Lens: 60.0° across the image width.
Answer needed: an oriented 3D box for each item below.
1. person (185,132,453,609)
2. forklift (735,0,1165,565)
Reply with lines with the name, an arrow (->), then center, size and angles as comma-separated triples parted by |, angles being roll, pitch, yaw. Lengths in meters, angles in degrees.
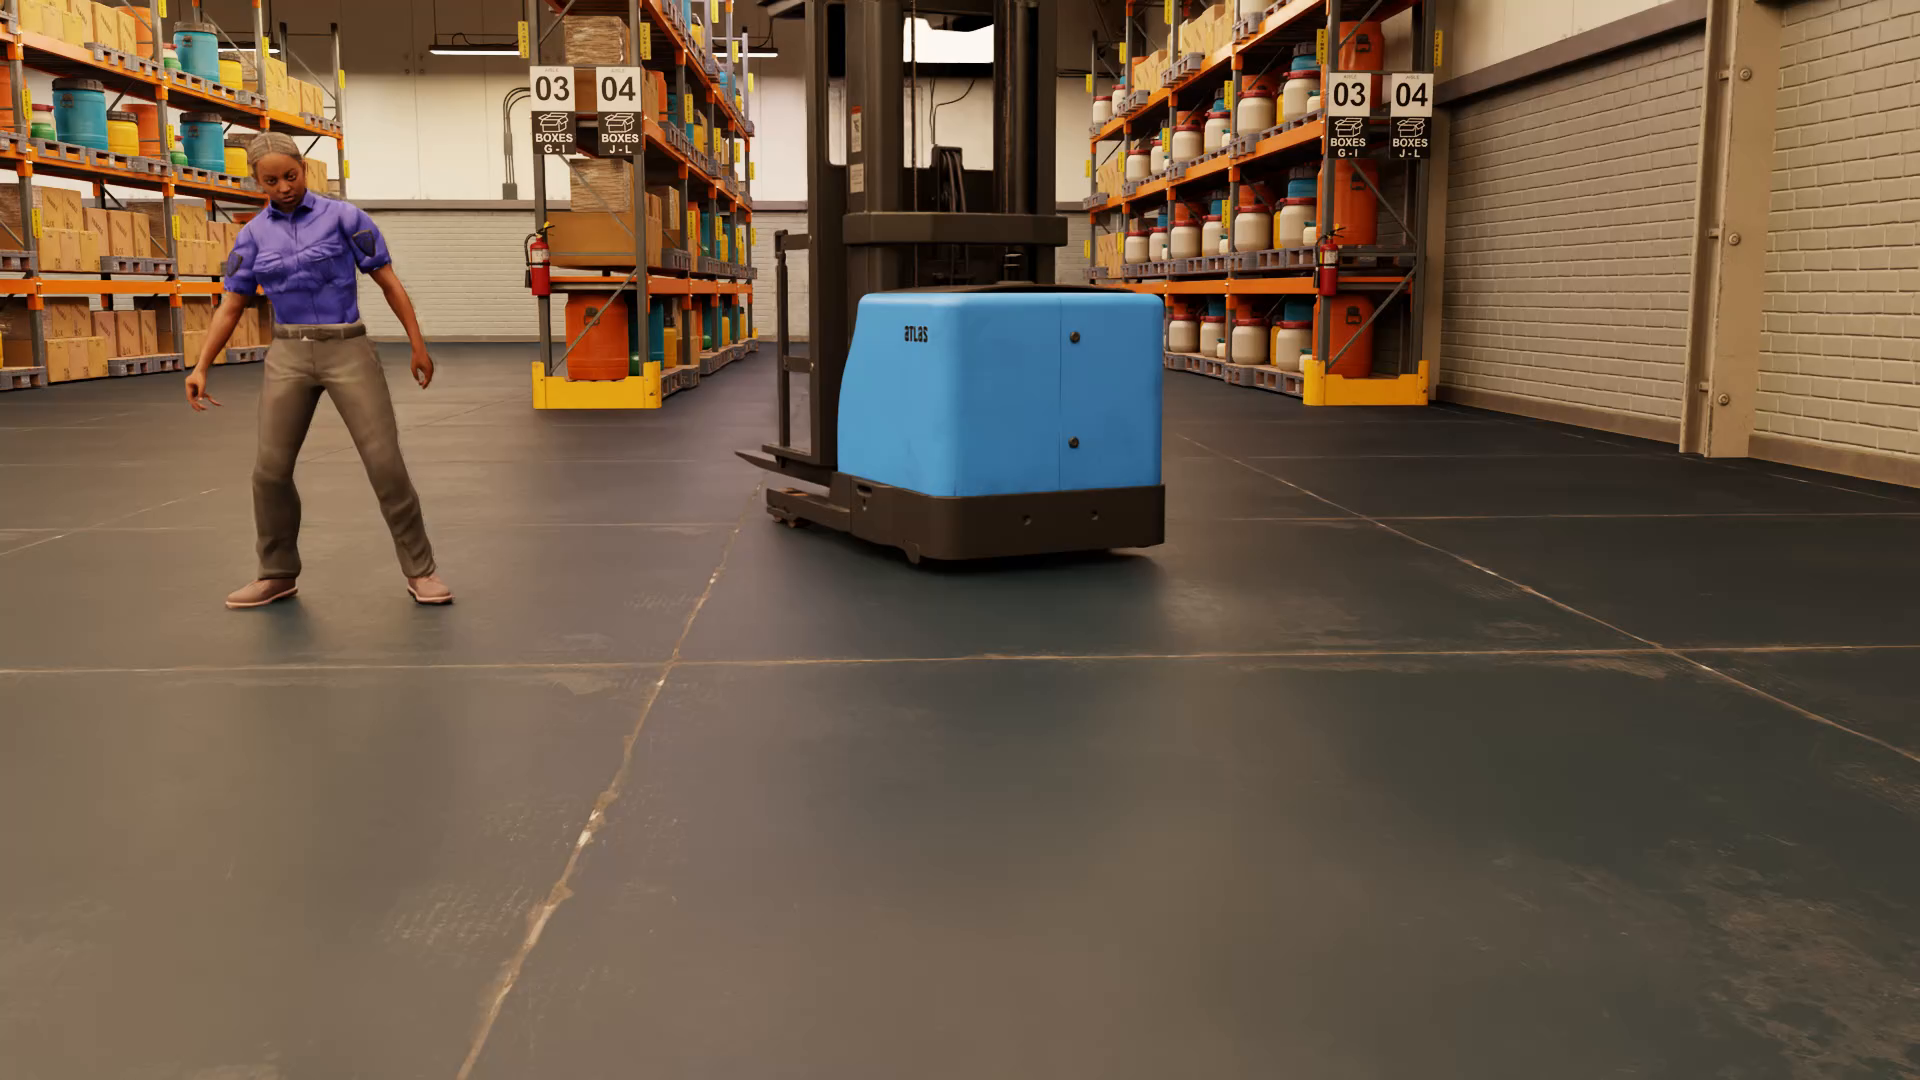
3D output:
person -> -2.202, -0.575, 5.740 | 0.834, 1.612, 0.337 | -1, 8, -5
forklift -> -0.264, -1.530, 7.637 | 1.130, 2.935, 3.031 | -4, 9, -25
